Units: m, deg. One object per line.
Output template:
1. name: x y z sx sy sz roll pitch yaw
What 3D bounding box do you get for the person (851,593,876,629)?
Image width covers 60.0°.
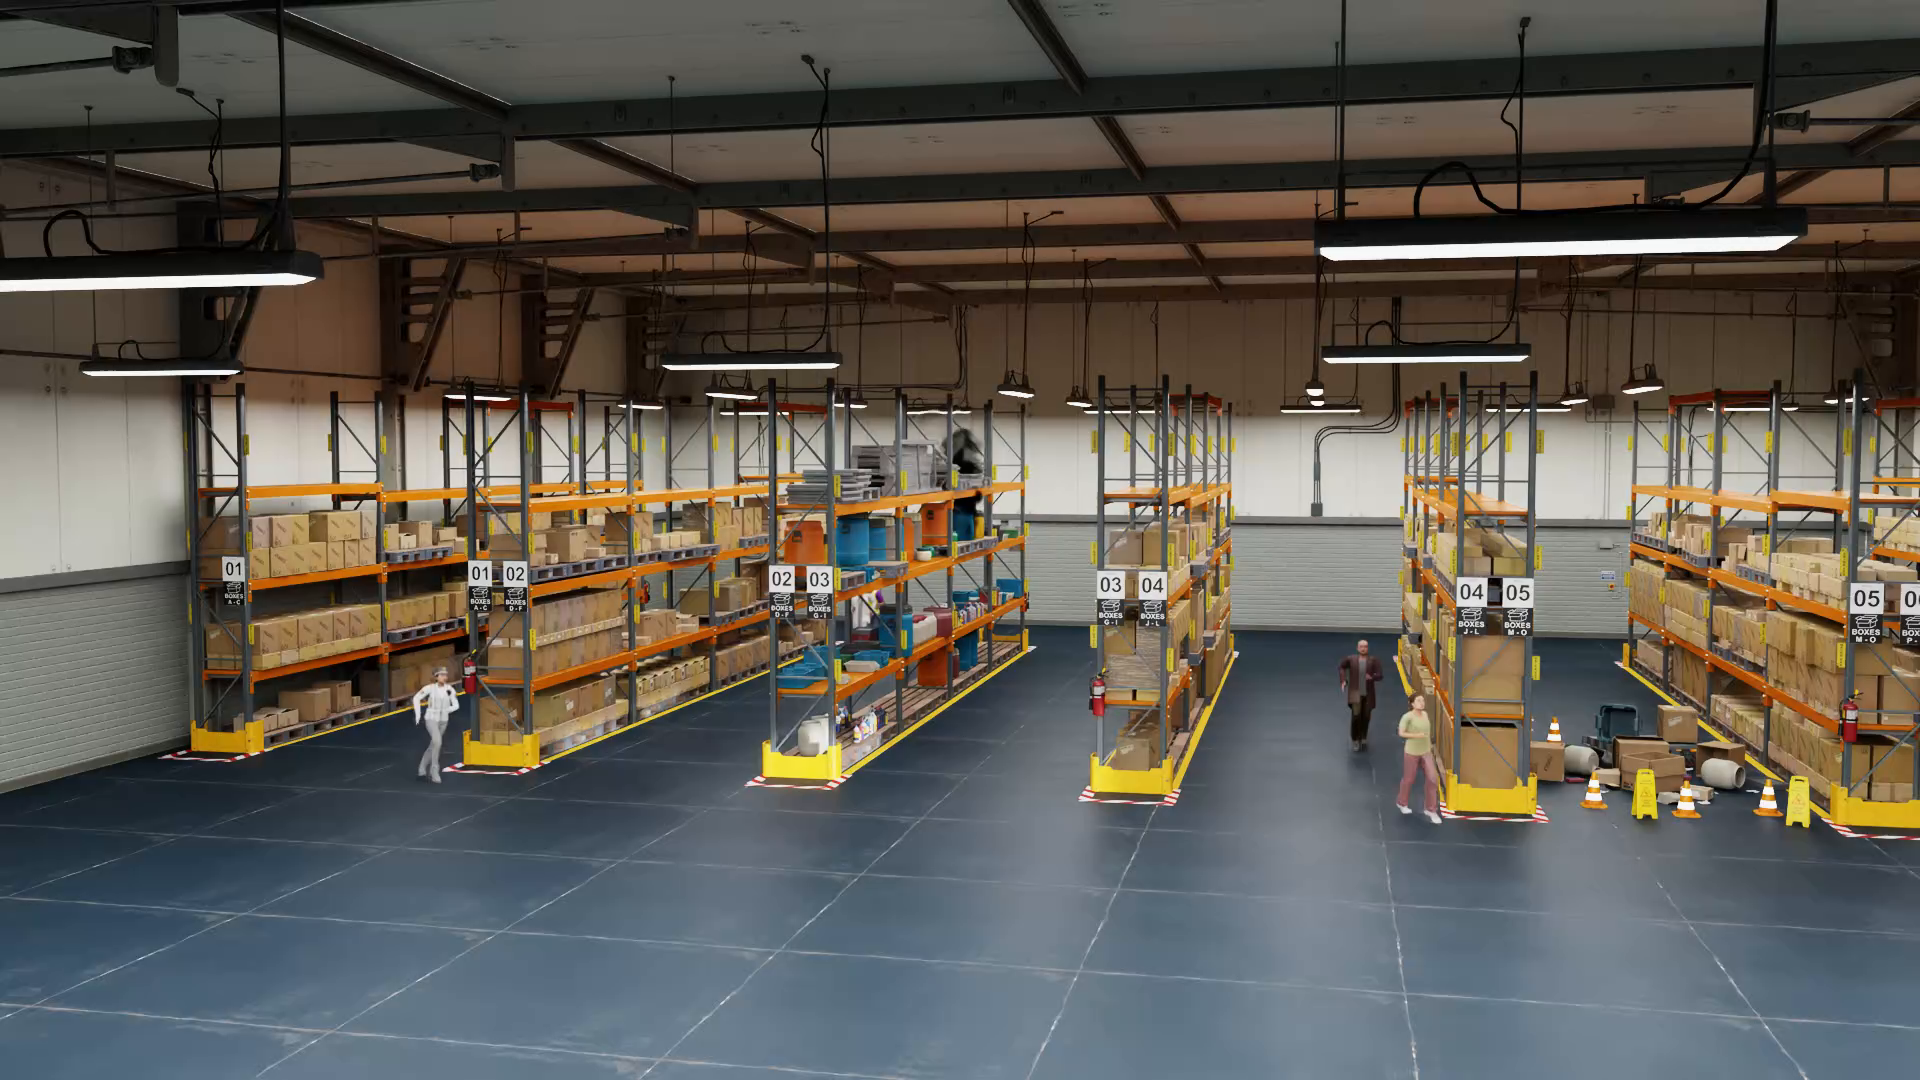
1. person: -2.312 1.861 38.630 0.687 1.752 0.885 0 3 5

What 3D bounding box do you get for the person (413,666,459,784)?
1. person: -7.799 2.735 24.899 0.598 1.687 0.749 -3 4 -42

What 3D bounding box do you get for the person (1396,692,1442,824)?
1. person: 6.097 2.883 22.206 0.587 1.714 0.749 -1 3 -19

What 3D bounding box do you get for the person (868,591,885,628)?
1. person: -2.160 1.842 40.037 0.707 1.770 0.877 0 3 5

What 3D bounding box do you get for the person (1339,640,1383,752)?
1. person: 6.592 2.560 27.314 0.673 1.836 0.807 0 3 5
